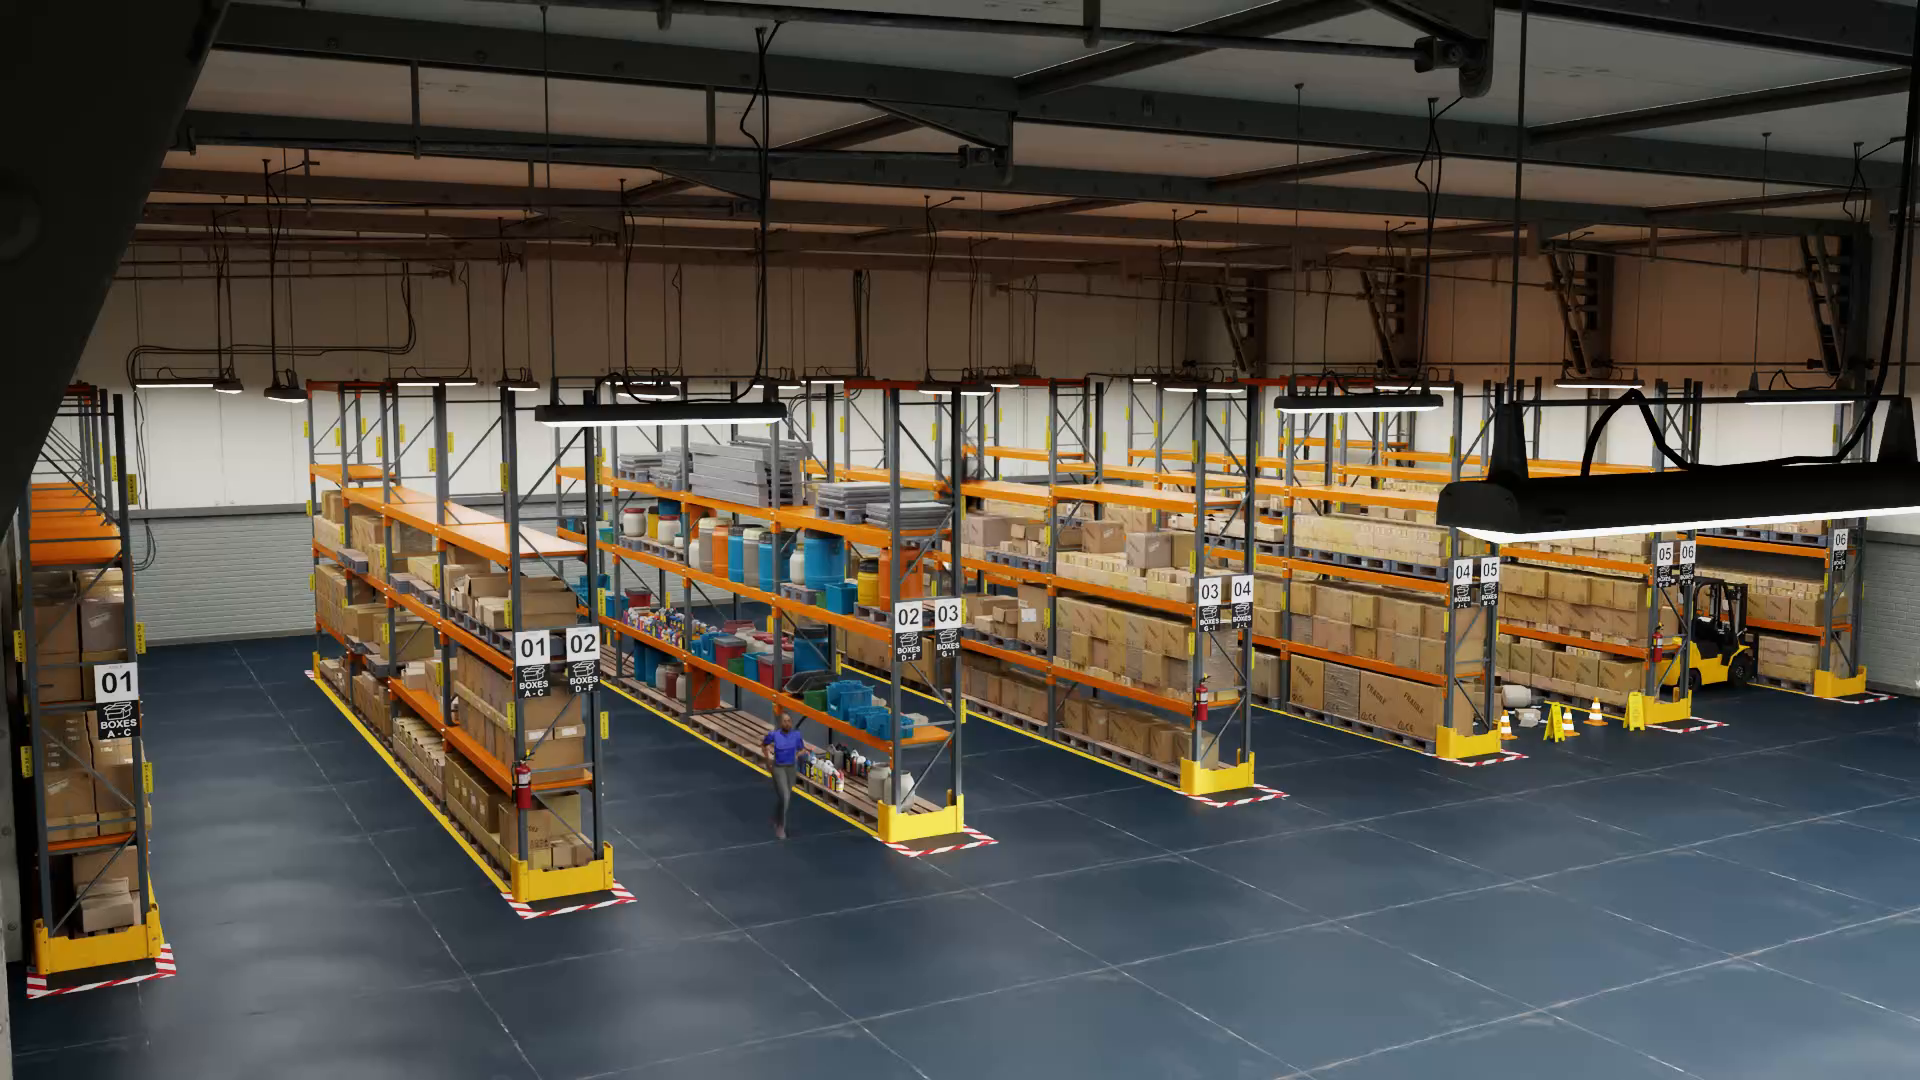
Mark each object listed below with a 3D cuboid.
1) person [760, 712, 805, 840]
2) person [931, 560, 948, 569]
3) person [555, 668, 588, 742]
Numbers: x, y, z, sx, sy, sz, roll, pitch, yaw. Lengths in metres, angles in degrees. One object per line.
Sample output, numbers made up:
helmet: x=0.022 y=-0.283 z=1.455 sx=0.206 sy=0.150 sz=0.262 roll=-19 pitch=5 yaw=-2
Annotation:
person: x=-2.350 y=3.150 z=22.350 sx=0.543 sy=1.695 sz=0.744 roll=-3 pitch=7 yaw=-26
person: x=-0.541 y=1.075 z=41.757 sx=0.724 sy=1.747 sz=0.841 roll=-5 pitch=8 yaw=-40
person: x=-6.430 y=2.524 z=27.790 sx=0.730 sy=1.726 sz=0.594 roll=-4 pitch=7 yaw=-31
